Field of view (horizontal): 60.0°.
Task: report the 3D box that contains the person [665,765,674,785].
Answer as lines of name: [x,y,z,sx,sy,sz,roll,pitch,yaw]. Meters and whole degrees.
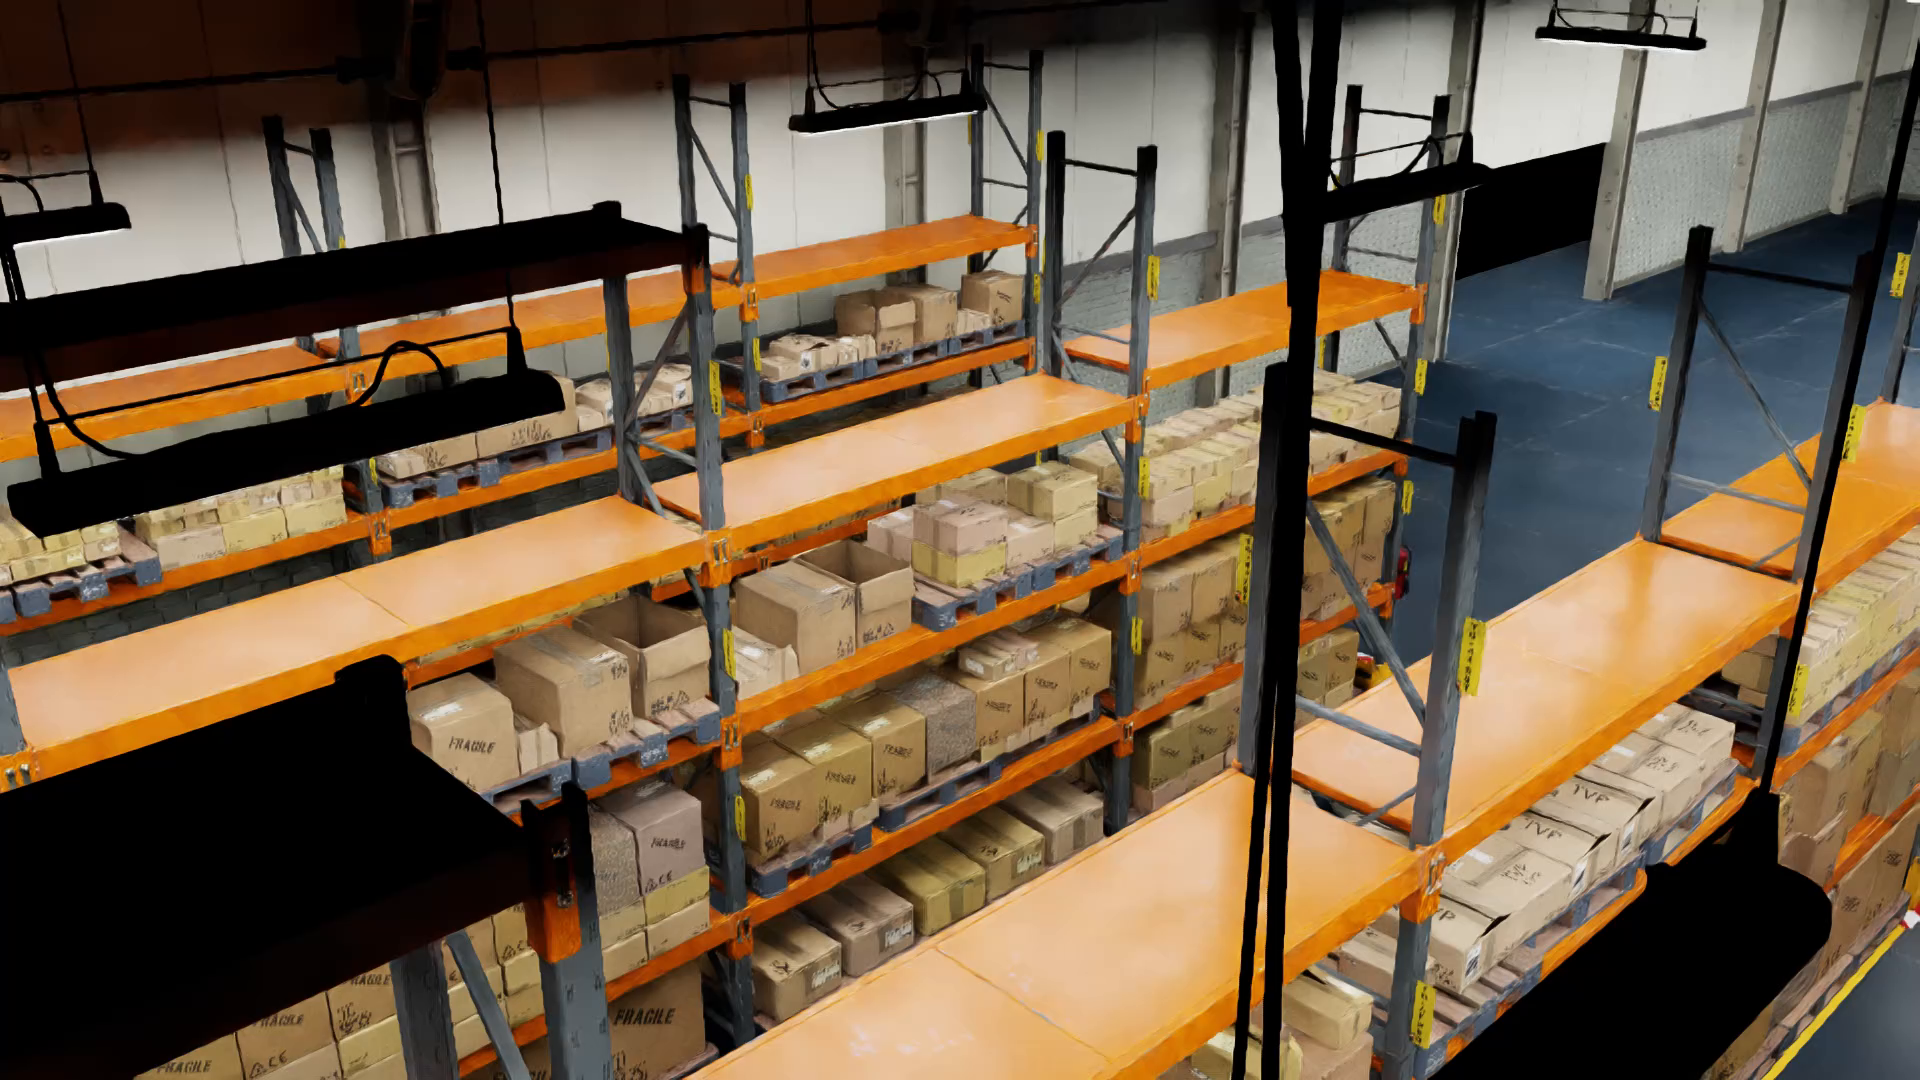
person: [-2.437,2.225,13.288,0.423,1.651,0.526,6,23,13]
